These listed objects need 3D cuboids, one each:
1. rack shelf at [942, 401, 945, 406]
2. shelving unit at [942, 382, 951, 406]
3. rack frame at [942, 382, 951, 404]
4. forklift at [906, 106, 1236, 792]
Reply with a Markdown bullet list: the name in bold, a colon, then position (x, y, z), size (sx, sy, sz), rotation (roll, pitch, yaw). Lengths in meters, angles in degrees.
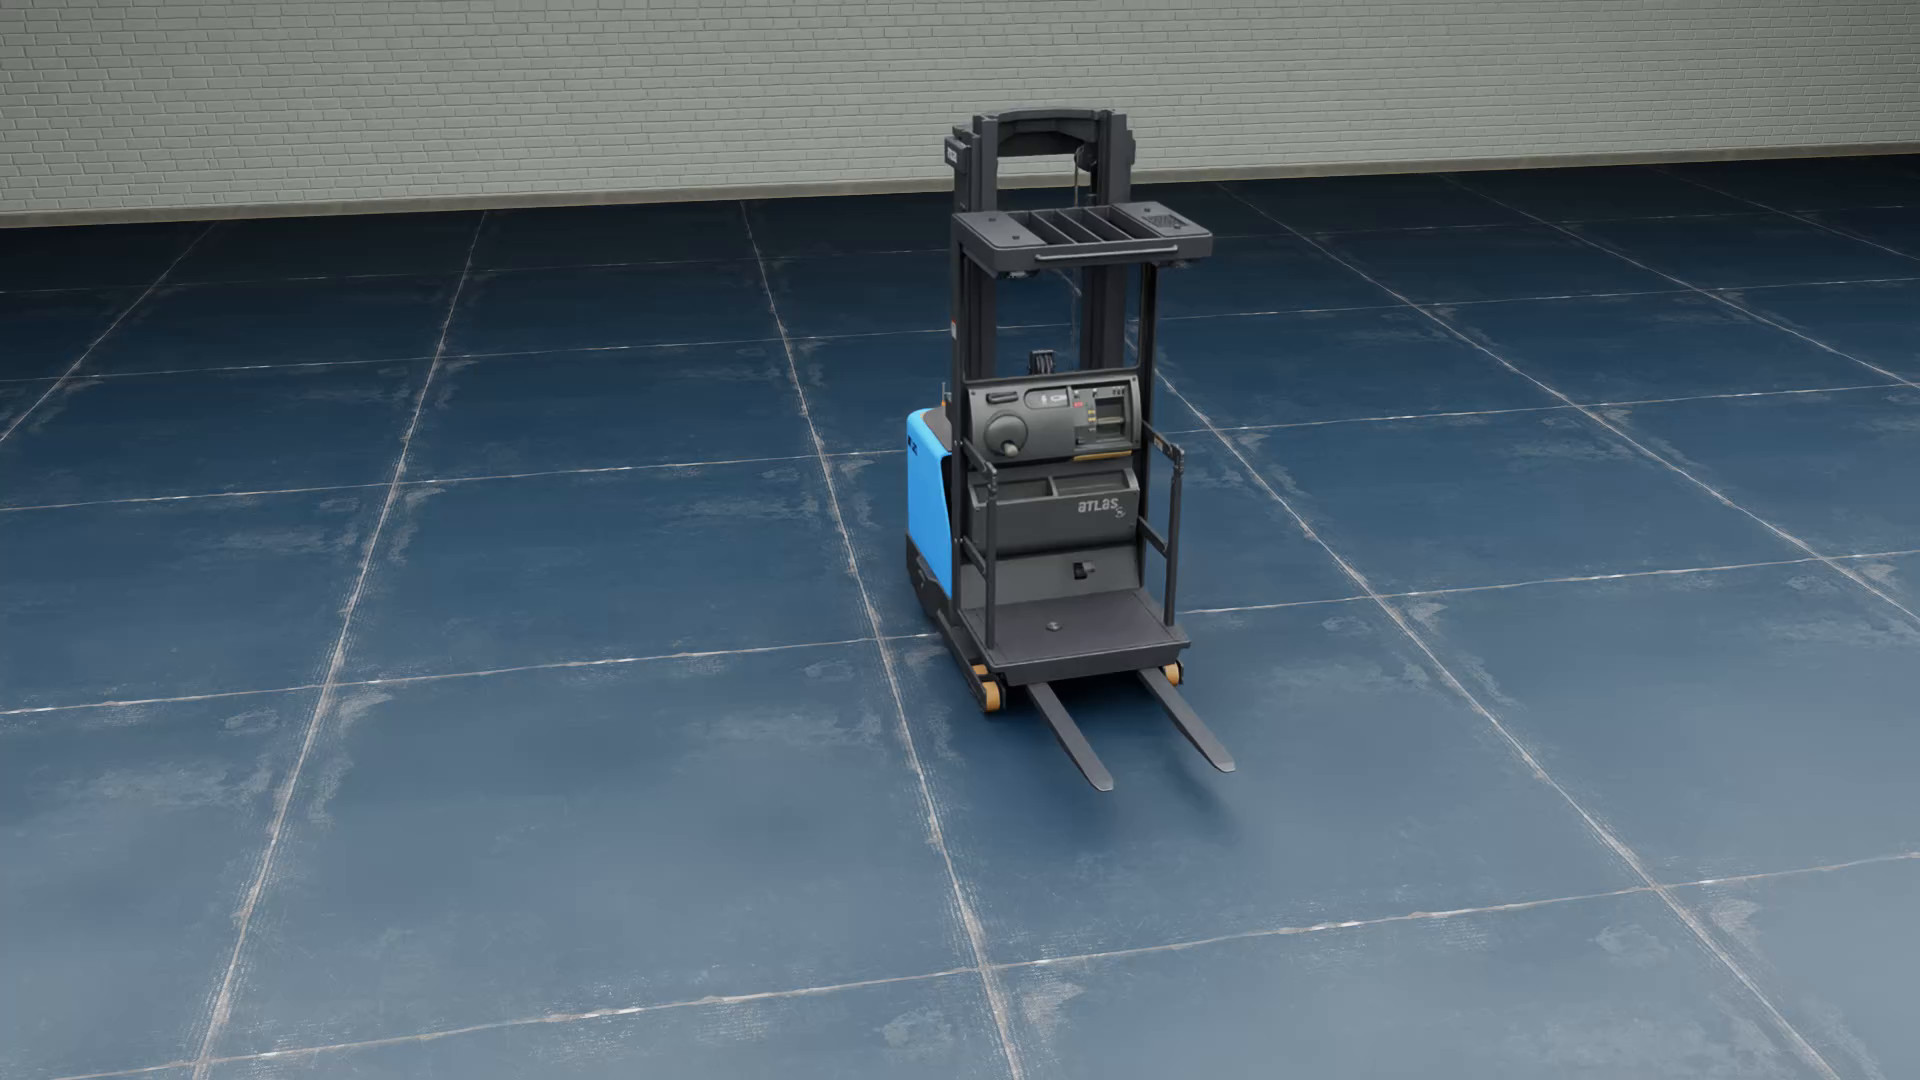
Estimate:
- **rack shelf**: position (0.010, -0.710, 10.382), size (0.215, 0.259, 0.240), rotation (-4, 24, -10)
- **shelving unit**: position (0.010, -0.460, 10.492), size (0.215, 1.050, 0.252), rotation (-4, 24, -10)
- **rack frame**: position (-0.013, -0.508, 10.602), size (0.200, 1.050, 0.008), rotation (-4, 24, -10)
- **forklift**: position (0.559, -0.614, 8.494), size (1.130, 2.935, 3.031), rotation (-6, 24, -14)
